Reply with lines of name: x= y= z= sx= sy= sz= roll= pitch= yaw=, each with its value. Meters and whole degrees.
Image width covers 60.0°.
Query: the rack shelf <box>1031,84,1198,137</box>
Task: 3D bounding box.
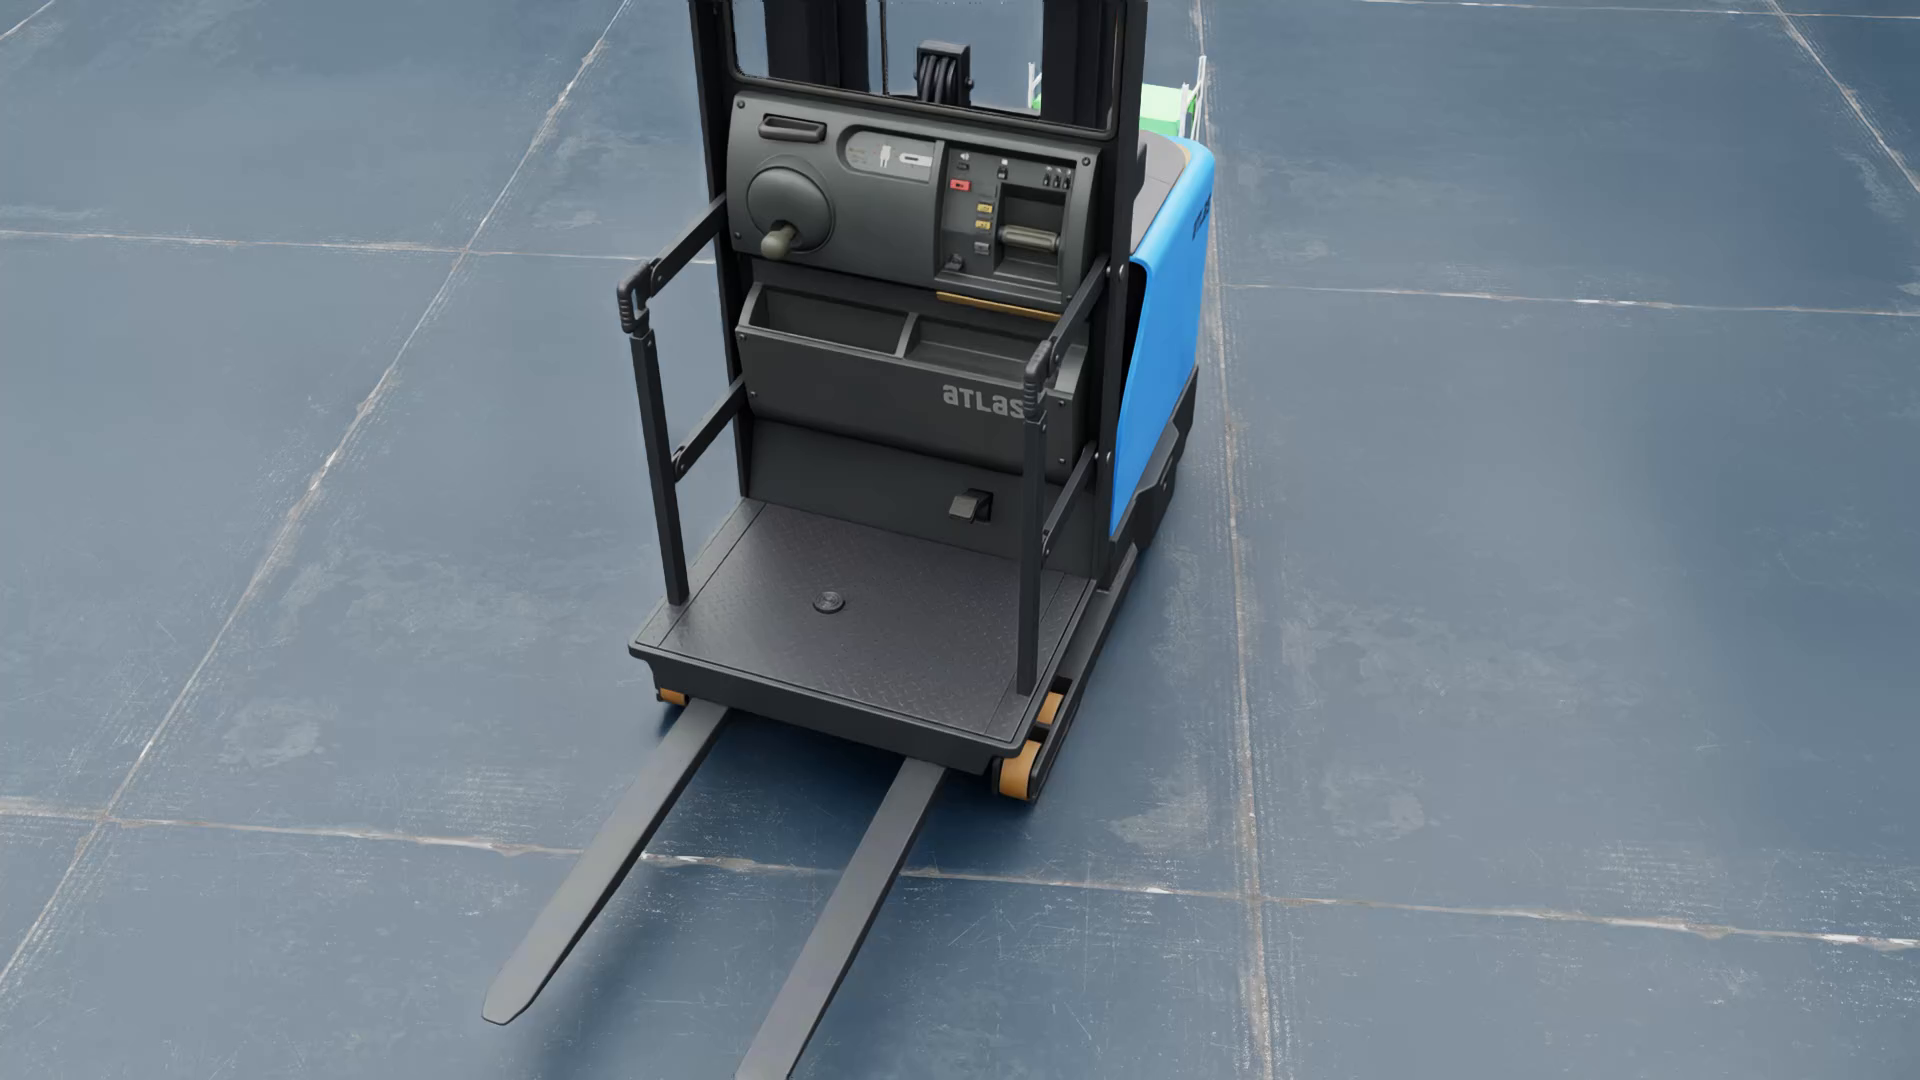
rack shelf: x=0.493 y=-1.357 z=5.307 sx=0.480 sy=0.148 sz=0.258 roll=13 pitch=41 yaw=16

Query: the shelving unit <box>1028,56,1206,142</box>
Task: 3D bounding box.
shelving unit: x=0.493 y=-1.033 z=5.568 sx=0.503 sy=1.200 sz=0.258 roll=13 pitch=41 yaw=16

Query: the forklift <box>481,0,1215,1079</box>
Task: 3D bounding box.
forklift: x=-0.203 y=-0.747 z=3.846 sx=1.130 sy=2.935 sz=3.031 roll=13 pitch=41 yaw=16

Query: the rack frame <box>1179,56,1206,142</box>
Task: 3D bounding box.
rack frame: x=0.722 y=-0.980 z=5.502 sx=0.015 sy=1.200 sz=0.240 roll=13 pitch=41 yaw=16

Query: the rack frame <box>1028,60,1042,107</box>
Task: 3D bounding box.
rack frame: x=0.264 y=-1.087 z=5.634 sx=0.015 sy=1.200 sz=0.240 roll=13 pitch=41 yaw=16
